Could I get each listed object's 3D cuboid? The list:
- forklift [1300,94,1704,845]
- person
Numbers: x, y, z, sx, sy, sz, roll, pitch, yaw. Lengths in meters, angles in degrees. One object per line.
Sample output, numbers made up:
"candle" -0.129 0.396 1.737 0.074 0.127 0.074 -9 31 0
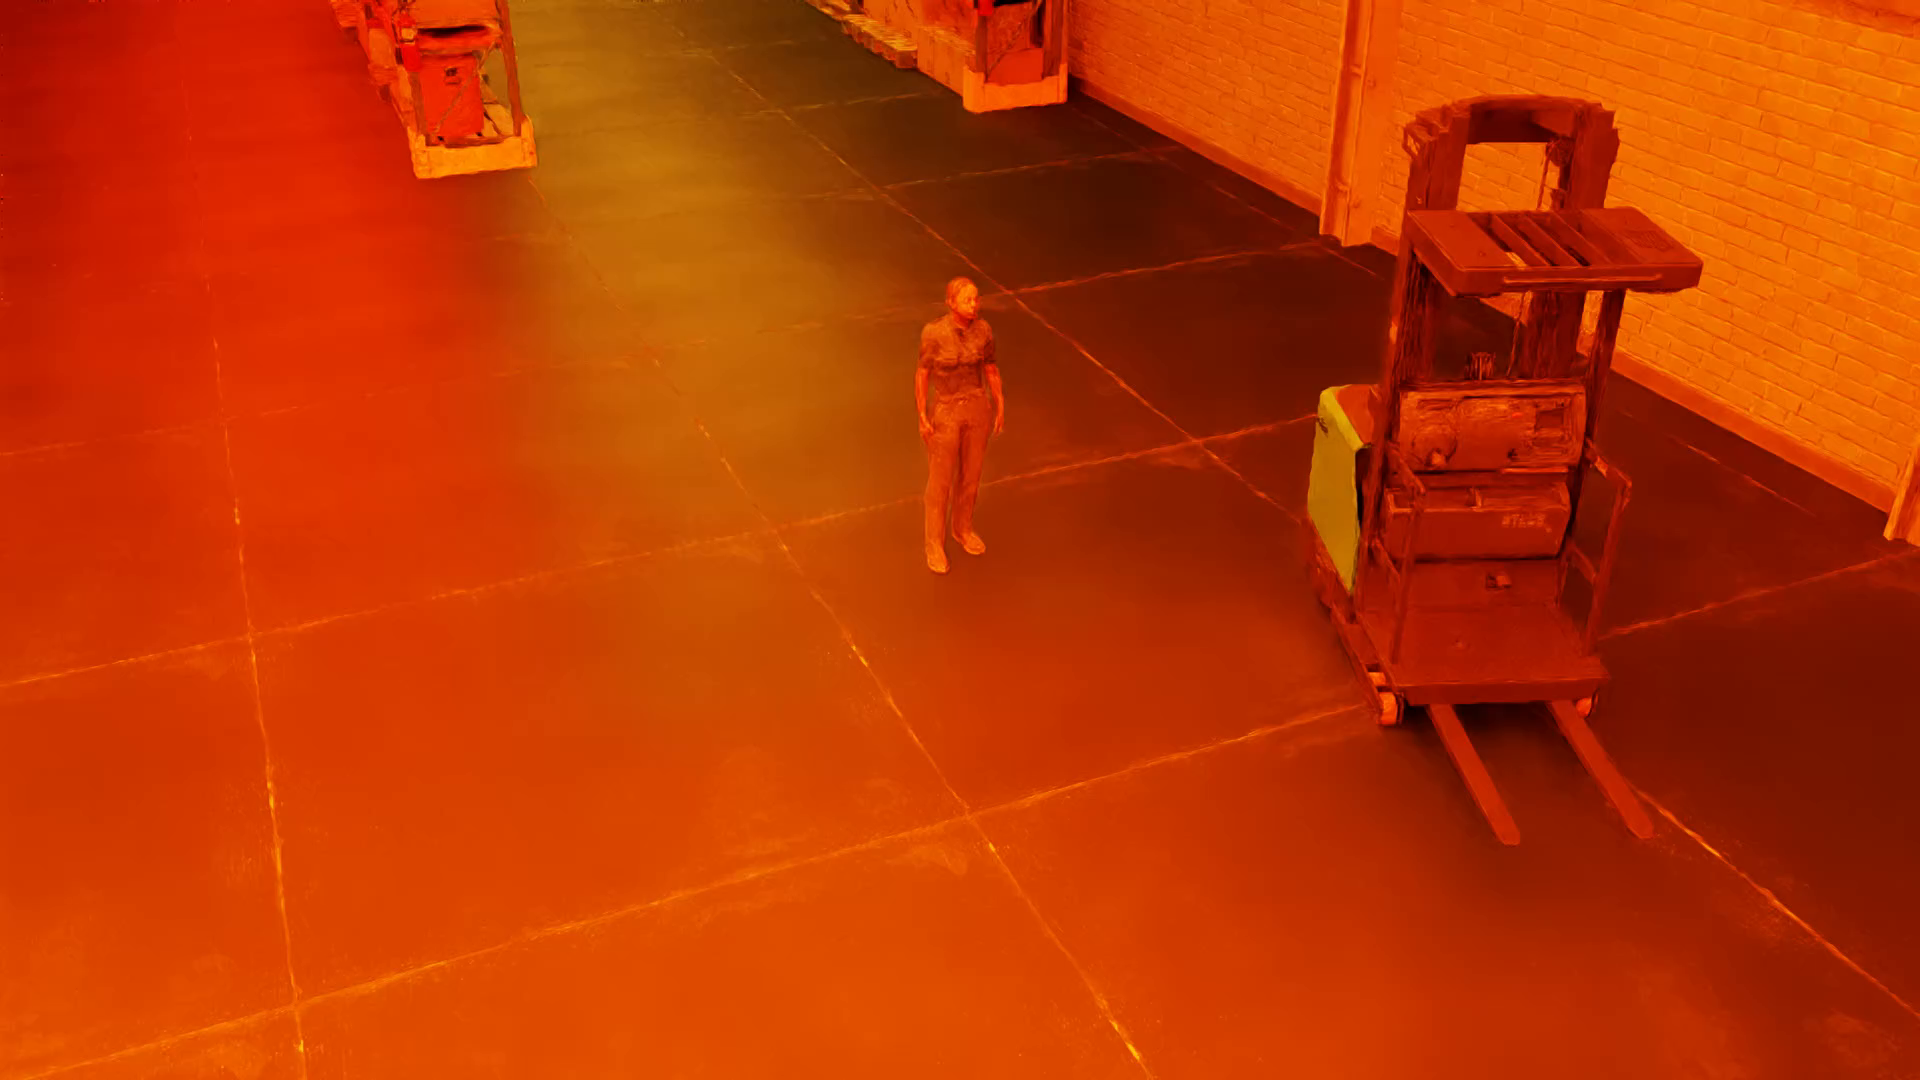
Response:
"forklift" 2.634 -0.504 8.002 1.130 2.935 3.031 -2 30 -3
"person" 0.017 -0.681 9.582 0.570 1.654 0.503 -12 32 -20
